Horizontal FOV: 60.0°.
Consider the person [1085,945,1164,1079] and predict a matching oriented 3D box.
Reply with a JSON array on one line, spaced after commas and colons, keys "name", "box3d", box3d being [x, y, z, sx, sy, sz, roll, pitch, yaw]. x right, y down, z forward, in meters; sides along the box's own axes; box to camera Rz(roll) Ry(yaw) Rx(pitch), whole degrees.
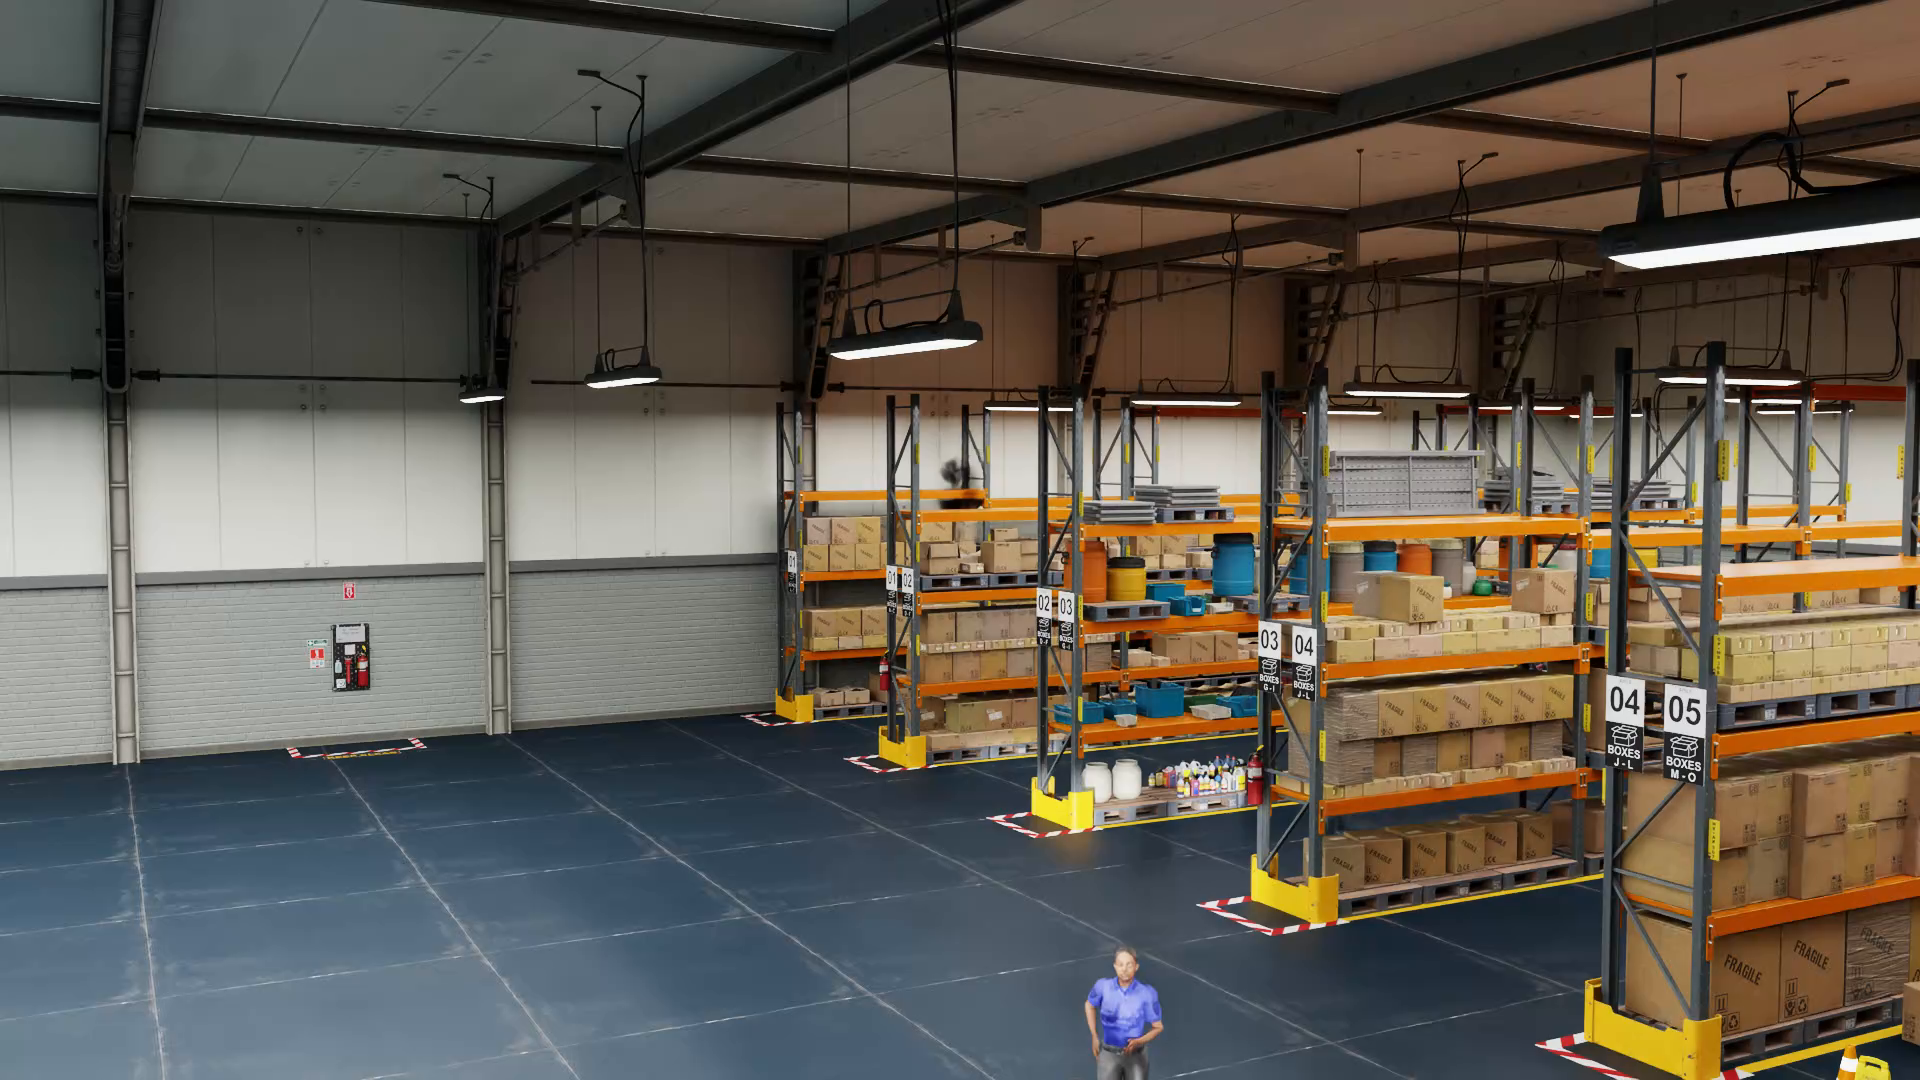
[{"name": "person", "box3d": [1.141, 3.658, 11.658, 0.566, 1.459, 0.627, 1, 3, 9]}]
